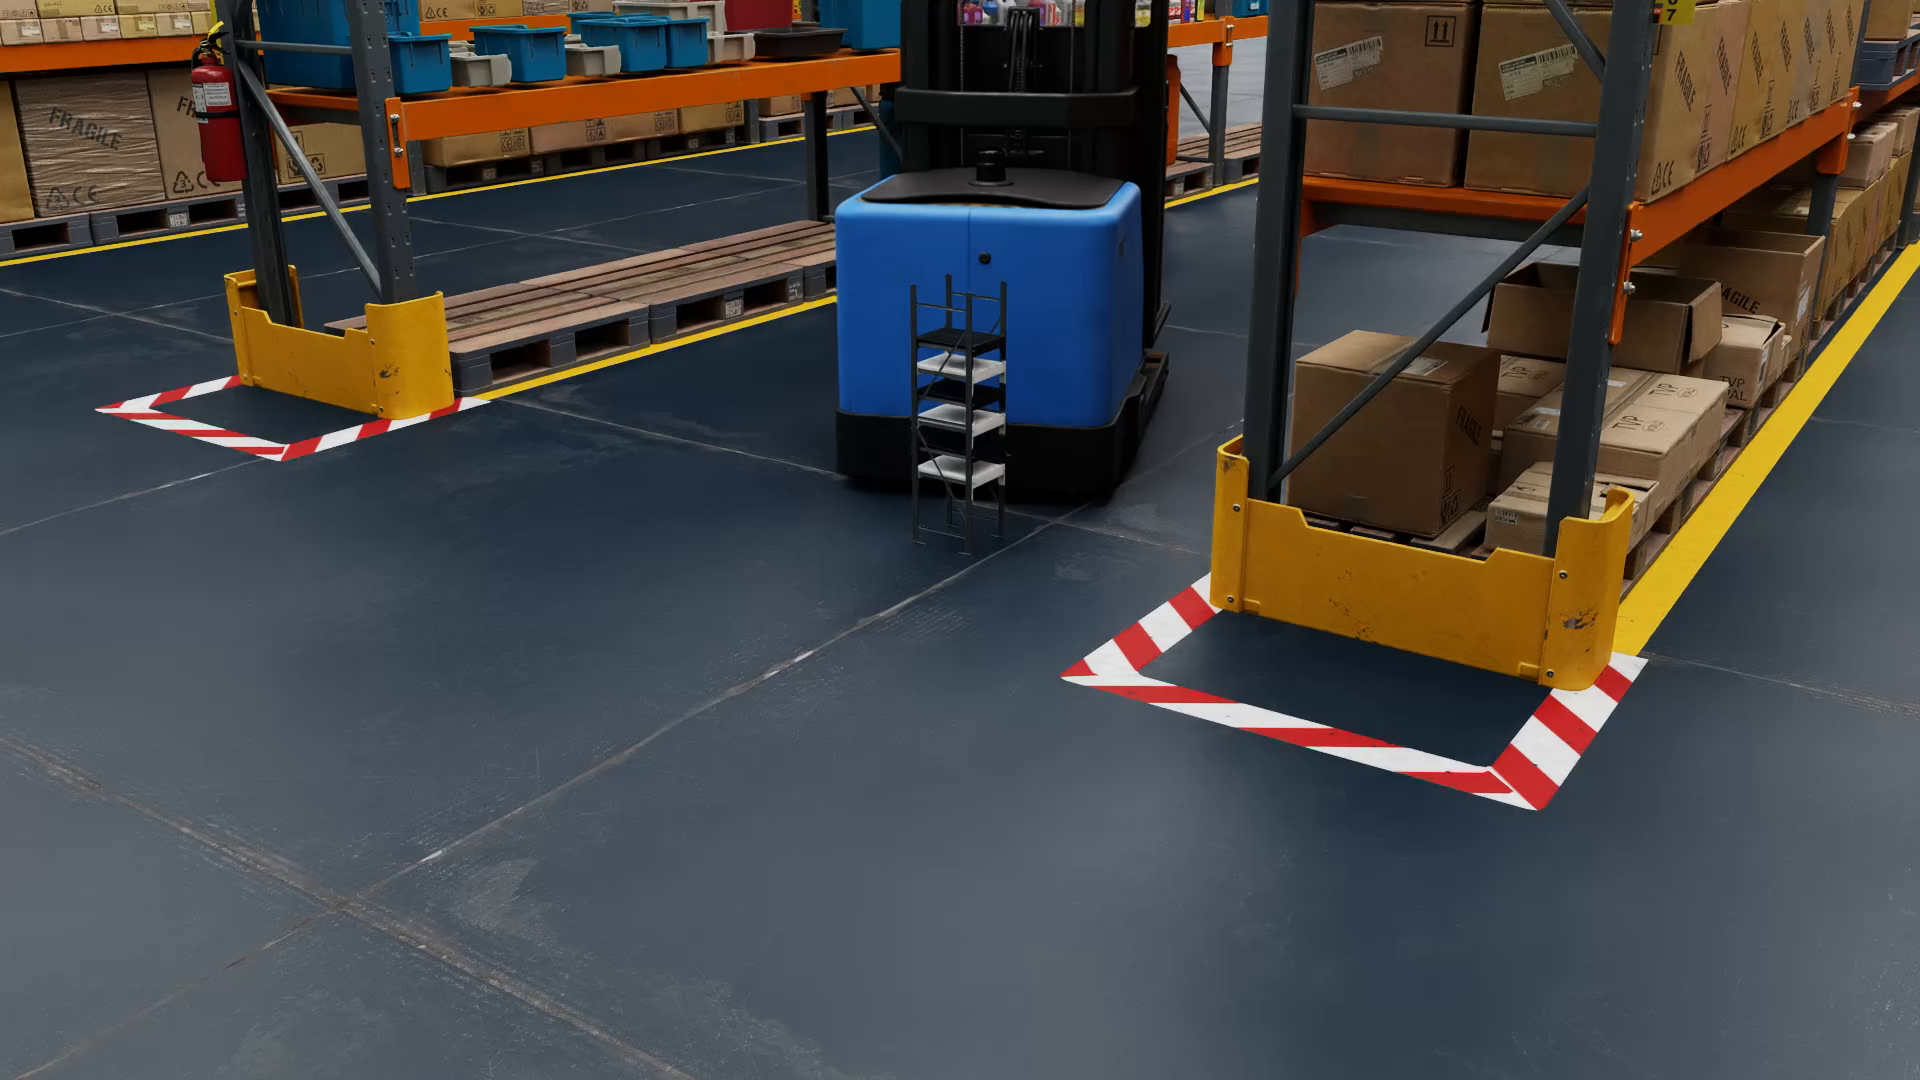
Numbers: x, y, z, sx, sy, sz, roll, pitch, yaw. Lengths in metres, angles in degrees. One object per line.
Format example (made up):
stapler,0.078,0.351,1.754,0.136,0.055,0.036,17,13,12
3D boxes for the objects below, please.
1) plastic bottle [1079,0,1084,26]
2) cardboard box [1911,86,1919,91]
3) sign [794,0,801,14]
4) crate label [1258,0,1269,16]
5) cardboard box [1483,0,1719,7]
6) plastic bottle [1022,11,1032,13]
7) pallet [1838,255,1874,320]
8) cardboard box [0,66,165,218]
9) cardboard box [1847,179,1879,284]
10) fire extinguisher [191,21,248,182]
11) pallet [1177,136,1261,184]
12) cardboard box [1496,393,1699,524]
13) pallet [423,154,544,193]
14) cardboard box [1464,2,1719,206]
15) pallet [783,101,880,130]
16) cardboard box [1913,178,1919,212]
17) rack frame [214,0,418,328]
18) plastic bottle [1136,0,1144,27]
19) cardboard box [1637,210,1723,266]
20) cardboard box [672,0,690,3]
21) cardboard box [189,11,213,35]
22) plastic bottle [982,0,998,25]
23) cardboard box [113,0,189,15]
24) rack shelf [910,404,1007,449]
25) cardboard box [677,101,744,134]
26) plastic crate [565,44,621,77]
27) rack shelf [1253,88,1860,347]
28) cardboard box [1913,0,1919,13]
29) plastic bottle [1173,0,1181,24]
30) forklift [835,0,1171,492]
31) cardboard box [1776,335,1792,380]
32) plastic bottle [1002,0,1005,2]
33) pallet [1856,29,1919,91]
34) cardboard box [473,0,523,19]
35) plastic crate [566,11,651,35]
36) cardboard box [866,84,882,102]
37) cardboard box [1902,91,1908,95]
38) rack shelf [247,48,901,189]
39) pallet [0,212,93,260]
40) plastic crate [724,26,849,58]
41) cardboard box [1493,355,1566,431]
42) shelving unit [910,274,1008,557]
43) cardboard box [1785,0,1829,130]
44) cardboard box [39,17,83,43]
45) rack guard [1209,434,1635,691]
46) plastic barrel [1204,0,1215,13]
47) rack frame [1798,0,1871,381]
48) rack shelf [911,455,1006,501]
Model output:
plastic bottle,0.820,-3.619,11.411,0.097,0.271,0.097,0,20,0
cardboard box,8.052,-3.560,13.614,0.500,0.311,0.500,13,24,32
sign,-1.003,-3.471,10.425,0.100,0.325,0.005,13,24,32
crate label,2.482,-4.630,13.906,0.502,0.435,0.616,13,24,32
cardboard box,1.765,-1.710,4.479,0.500,0.500,0.500,14,25,33
plastic bottle,0.429,-3.387,10.885,0.097,0.201,0.097,0,20,0
pallet,4.657,-1.550,9.652,1.003,0.211,1.213,13,24,32
cardboard box,-6.089,-2.712,11.231,0.875,0.875,0.875,13,24,32
cardboard box,4.597,-1.688,8.975,0.500,0.500,0.500,14,24,32
fire extinguisher,-3.258,-1.920,7.280,0.296,0.674,0.183,13,24,32
pallet,2.167,-3.288,14.349,1.003,0.211,1.213,13,24,32
cardboard box,2.118,-0.279,5.525,0.500,0.250,0.500,13,24,32
pallet,-4.274,-3.127,13.915,1.003,0.211,1.213,13,24,32
cardboard box,1.765,-1.241,4.652,0.500,0.500,0.500,14,24,33
pallet,-1.270,-4.611,17.927,1.003,0.211,1.213,13,24,32
cardboard box,6.332,-2.414,11.326,0.500,0.250,0.500,13,24,32
rack frame,-2.797,-2.085,7.079,1.000,3.000,0.127,13,24,32
plastic bottle,1.287,-3.825,12.068,0.097,0.201,0.097,0,20,0
cardboard box,3.586,-1.497,8.459,0.500,0.500,0.500,13,24,32
cardboard box,-2.754,-5.062,14.981,0.500,0.500,0.500,13,24,31
cardboard box,-5.268,-3.561,11.430,0.380,0.149,0.250,13,24,31
plastic bottle,0.190,-3.298,10.542,0.097,0.271,0.097,0,20,0
cardboard box,-5.539,-3.650,11.097,0.500,0.250,0.500,13,24,31
rack shelf,-0.005,-0.388,5.614,0.258,0.077,0.200,13,24,32
cardboard box,-2.802,-4.353,15.667,1.225,0.875,0.875,12,23,29
plastic crate,-1.756,-2.267,7.864,0.250,0.136,0.298,13,24,32
rack shelf,2.421,-1.355,6.141,1.077,0.370,4.000,13,24,32
cardboard box,5.533,-3.455,10.032,0.700,0.500,0.500,5,21,14
plastic bottle,1.615,-3.993,12.521,0.097,0.201,0.097,0,20,0
forklift,0.350,-2.026,7.018,1.130,2.935,3.031,4,21,11
cardboard box,3.299,-0.797,7.072,0.380,0.149,0.250,13,24,32
plastic bottle,0.268,-3.769,11.815,0.097,0.271,0.097,0,20,0
pallet,4.085,-2.384,8.163,1.003,0.211,1.213,13,24,32
cardboard box,-3.898,-4.474,13.391,0.500,0.500,0.500,13,24,32
plastic crate,-1.855,-2.674,8.826,0.416,0.233,0.300,13,24,32
cardboard box,-1.109,-5.063,18.097,0.700,0.500,0.500,11,23,27
cardboard box,7.604,-3.662,13.890,0.500,0.311,0.500,13,24,32
rack shelf,-1.673,-2.322,8.755,1.077,0.370,4.000,13,24,32
pallet,-6.509,-1.988,10.836,1.003,0.211,1.213,13,24,32
plastic crate,-0.956,-2.759,9.209,0.437,0.125,0.590,13,24,32
cardboard box,1.958,-0.506,6.138,0.500,0.250,0.500,13,24,32
shelving unit,-0.005,-0.420,5.603,0.258,0.900,0.210,13,24,32
cardboard box,2.901,-1.823,6.227,0.500,0.500,0.500,14,24,33
cardboard box,-5.845,-3.266,10.633,0.380,0.149,0.250,13,24,31
rack guard,1.340,0.032,4.957,1.175,0.500,0.348,13,24,32
plastic barrel,2.101,-4.770,14.176,0.421,0.512,0.421,0,20,0
rack frame,3.546,-2.266,7.567,1.000,3.000,0.127,13,24,32
rack shelf,-0.005,-0.220,5.677,0.258,0.077,0.200,13,24,32
